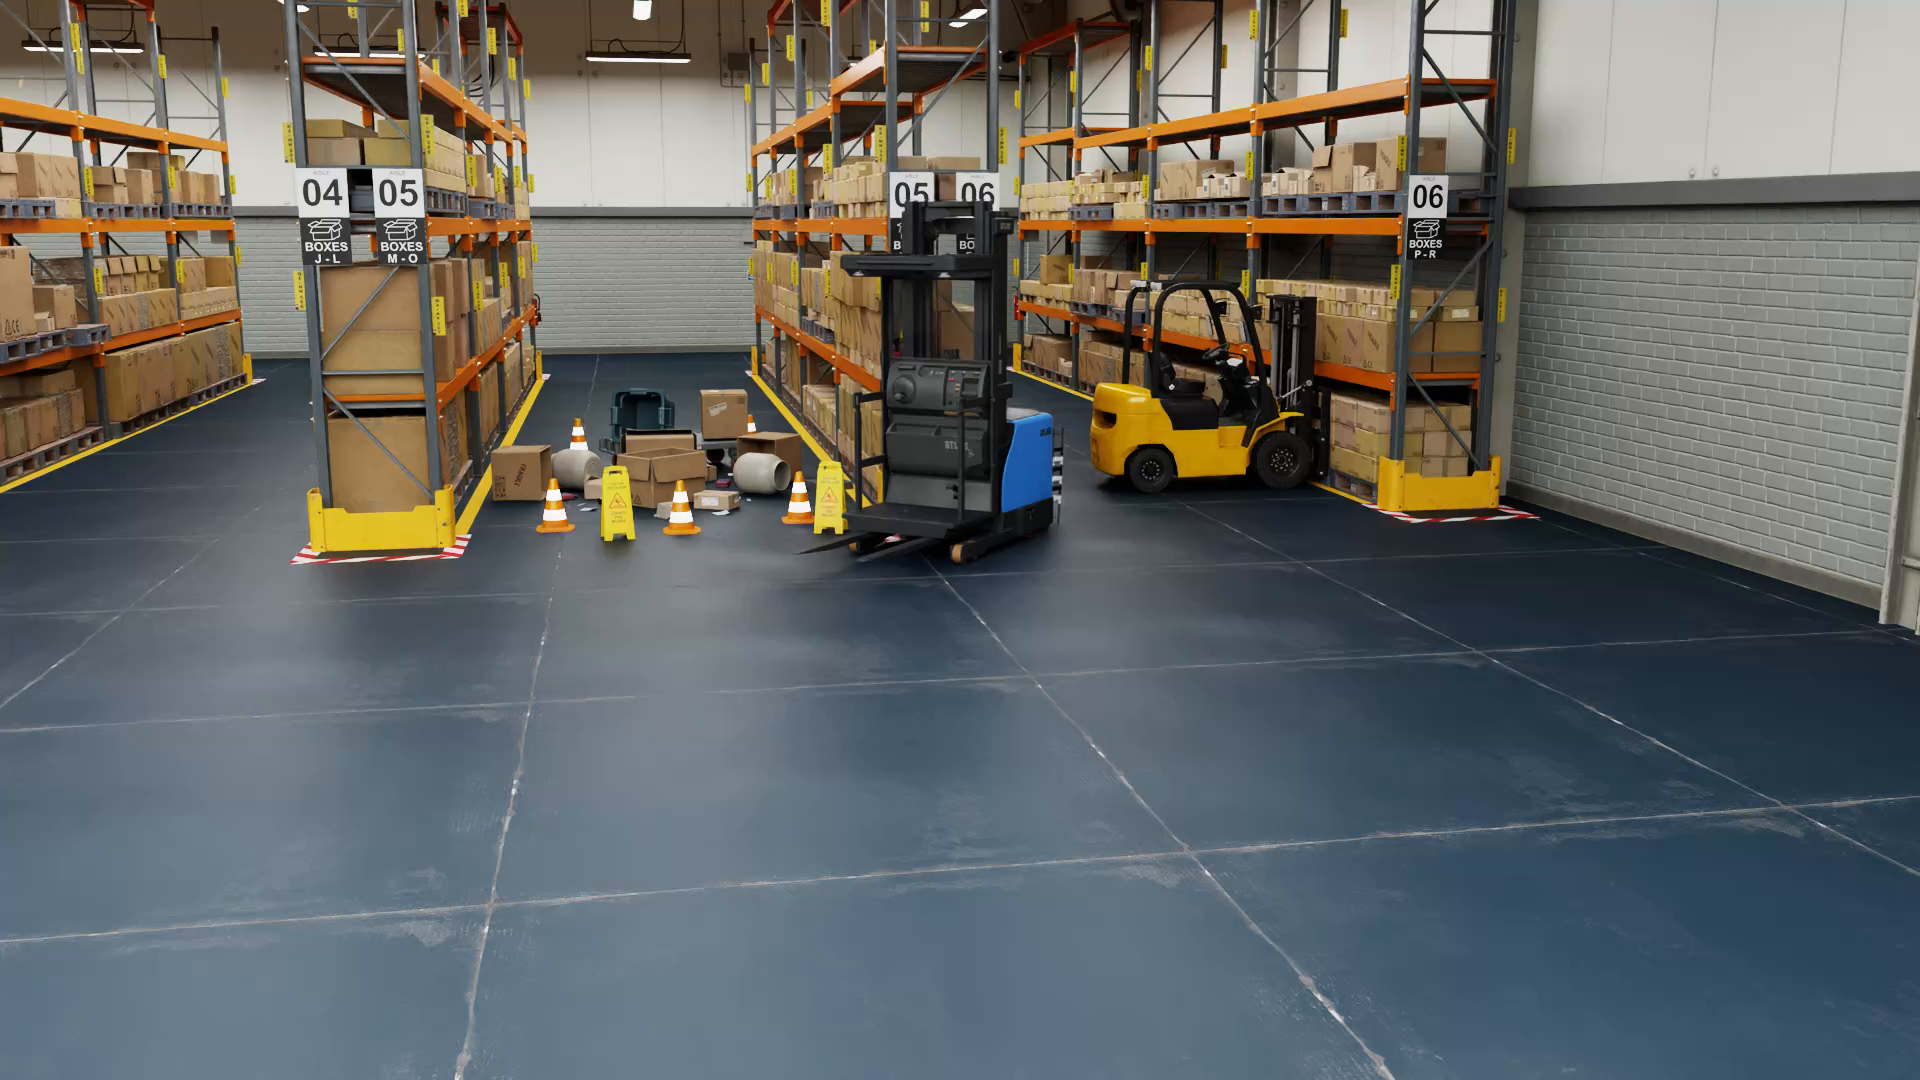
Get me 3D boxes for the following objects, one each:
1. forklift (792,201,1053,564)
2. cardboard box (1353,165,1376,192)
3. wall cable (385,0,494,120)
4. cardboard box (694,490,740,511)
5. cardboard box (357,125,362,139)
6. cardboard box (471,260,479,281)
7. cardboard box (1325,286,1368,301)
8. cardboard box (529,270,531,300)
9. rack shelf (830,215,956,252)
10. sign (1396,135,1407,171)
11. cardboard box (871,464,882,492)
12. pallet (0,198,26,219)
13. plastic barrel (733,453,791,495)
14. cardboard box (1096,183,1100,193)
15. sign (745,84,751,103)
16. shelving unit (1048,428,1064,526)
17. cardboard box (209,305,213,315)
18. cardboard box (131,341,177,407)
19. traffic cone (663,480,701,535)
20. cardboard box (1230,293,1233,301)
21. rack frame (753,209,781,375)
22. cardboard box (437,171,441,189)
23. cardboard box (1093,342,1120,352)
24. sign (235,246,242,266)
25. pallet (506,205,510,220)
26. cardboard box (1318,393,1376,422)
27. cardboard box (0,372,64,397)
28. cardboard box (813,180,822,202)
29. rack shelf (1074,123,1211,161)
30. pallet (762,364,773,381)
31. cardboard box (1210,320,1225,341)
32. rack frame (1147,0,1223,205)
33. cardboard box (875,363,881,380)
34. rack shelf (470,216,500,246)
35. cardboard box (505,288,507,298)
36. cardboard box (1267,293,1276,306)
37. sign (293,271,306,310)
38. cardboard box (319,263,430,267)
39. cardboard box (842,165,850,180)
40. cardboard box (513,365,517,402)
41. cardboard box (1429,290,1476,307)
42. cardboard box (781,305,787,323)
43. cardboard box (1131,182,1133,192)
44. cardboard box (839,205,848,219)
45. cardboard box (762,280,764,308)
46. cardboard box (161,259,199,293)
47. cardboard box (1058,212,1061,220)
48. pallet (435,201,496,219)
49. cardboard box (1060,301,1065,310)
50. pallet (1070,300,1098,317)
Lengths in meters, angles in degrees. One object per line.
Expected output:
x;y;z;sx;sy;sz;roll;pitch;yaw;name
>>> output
-0.298;-1.338;13.885;1.130;2.935;3.031;6;12;28;forklift
4.203;-3.656;16.827;0.396;0.266;0.258;-2;11;-11;cardboard box
-10.708;-9.888;33.977;2.277;5.999;0.120;-2;11;-11;wall cable
-2.393;-0.390;16.350;0.380;0.149;0.250;4;11;18;cardboard box
-5.539;-3.613;14.780;0.380;0.149;0.250;-2;11;-10;cardboard box
-6.269;-3.164;20.354;0.700;0.500;0.500;-2;11;-12;cardboard box
4.089;-2.608;17.577;0.380;0.149;0.250;-2;11;-10;cardboard box
-7.669;-4.388;28.663;0.500;0.500;0.500;-2;11;-12;cardboard box
-0.545;-3.111;16.921;1.077;0.370;4.000;-2;11;-11;rack shelf
4.177;-3.658;15.713;0.100;0.325;0.005;-2;11;-11;sign
-0.582;-0.622;16.175;0.500;0.250;0.500;-2;11;-11;cardboard box
-10.671;-3.496;17.520;1.213;0.211;1.003;-2;11;-11;pallet
-2.043;-0.682;17.149;0.512;0.421;0.421;6;12;28;plastic barrel
2.324;-5.453;25.788;0.380;0.149;0.250;-2;11;-11;cardboard box
-3.814;-8.023;29.861;0.100;0.325;0.005;-2;11;-11;sign
0.788;-0.591;15.353;0.258;0.900;0.210;6;7;28;shelving unit
-12.247;-3.693;26.750;0.380;0.149;0.250;-2;11;-13;cardboard box
-11.892;-2.347;23.562;1.225;0.875;0.875;-3;11;-13;cardboard box
-2.528;-0.307;15.072;0.336;0.463;0.334;-2;11;-11;traffic cone
3.586;-3.055;20.721;0.380;0.149;0.250;-2;11;-11;cardboard box
-3.268;-4.559;30.624;1.000;3.000;0.127;-2;11;-11;rack frame
-4.893;-3.245;14.981;0.380;0.149;0.250;-2;11;-11;cardboard box
2.378;-3.133;26.962;0.380;0.149;0.250;-3;11;-14;cardboard box
-12.454;-4.901;28.691;0.100;0.325;0.005;-2;11;-11;sign
-7.106;-4.700;23.850;1.213;0.211;1.003;-2;11;-11;pallet
4.103;-1.411;17.642;0.500;0.250;0.500;-2;11;-10;cardboard box
-11.160;-1.869;19.996;0.500;0.250;0.500;-1;11;-5;cardboard box
-1.538;-4.440;21.711;0.700;0.500;0.500;-2;11;-11;cardboard box
2.767;-6.037;25.339;1.077;0.370;4.000;-2;11;-11;rack shelf
-3.036;-3.045;30.130;1.003;0.211;1.213;-2;11;-11;pallet
3.476;-2.640;20.946;0.500;0.250;0.500;-2;11;-11;cardboard box
3.156;-6.220;23.307;1.000;3.000;0.127;-2;11;-11;rack frame
-0.597;-1.604;15.773;0.380;0.149;0.250;-2;11;-12;cardboard box
-6.159;-3.646;19.732;1.077;0.370;4.000;-2;11;-11;rack shelf
-6.900;-3.646;24.582;0.380;0.149;0.250;-2;11;-13;cardboard box
3.790;-2.791;19.336;0.380;0.149;0.250;-2;11;-10;cardboard box
-5.527;-2.093;13.943;0.100;0.325;0.005;-2;11;-11;sign
-5.224;-2.197;14.926;0.875;0.550;0.550;-2;11;-11;cardboard box
-1.047;-3.885;17.604;0.380;0.149;0.250;-2;11;-11;cardboard box
-6.740;-2.290;24.267;0.500;0.500;0.500;-2;11;-12;cardboard box
4.856;-2.389;16.425;0.380;0.149;0.250;-2;11;-12;cardboard box
-2.389;-3.380;24.831;0.500;0.250;0.500;-2;11;-12;cardboard box
2.742;-5.214;24.584;0.380;0.149;0.250;-2;11;-12;cardboard box
-1.121;-3.592;18.193;0.380;0.149;0.250;-2;11;-11;cardboard box
-3.136;-4.232;28.643;0.500;0.500;0.500;-2;11;-9;cardboard box
-12.142;-4.093;25.779;0.500;0.500;0.500;-2;11;-11;cardboard box
1.887;-5.551;28.490;0.380;0.149;0.250;-2;11;-11;cardboard box
-6.150;-3.952;19.922;1.003;0.211;1.213;-2;11;-8;pallet
1.922;-4.026;28.497;0.380;0.149;0.250;-2;11;-10;cardboard box
2.426;-3.761;26.949;1.003;0.211;1.213;-2;11;-11;pallet
